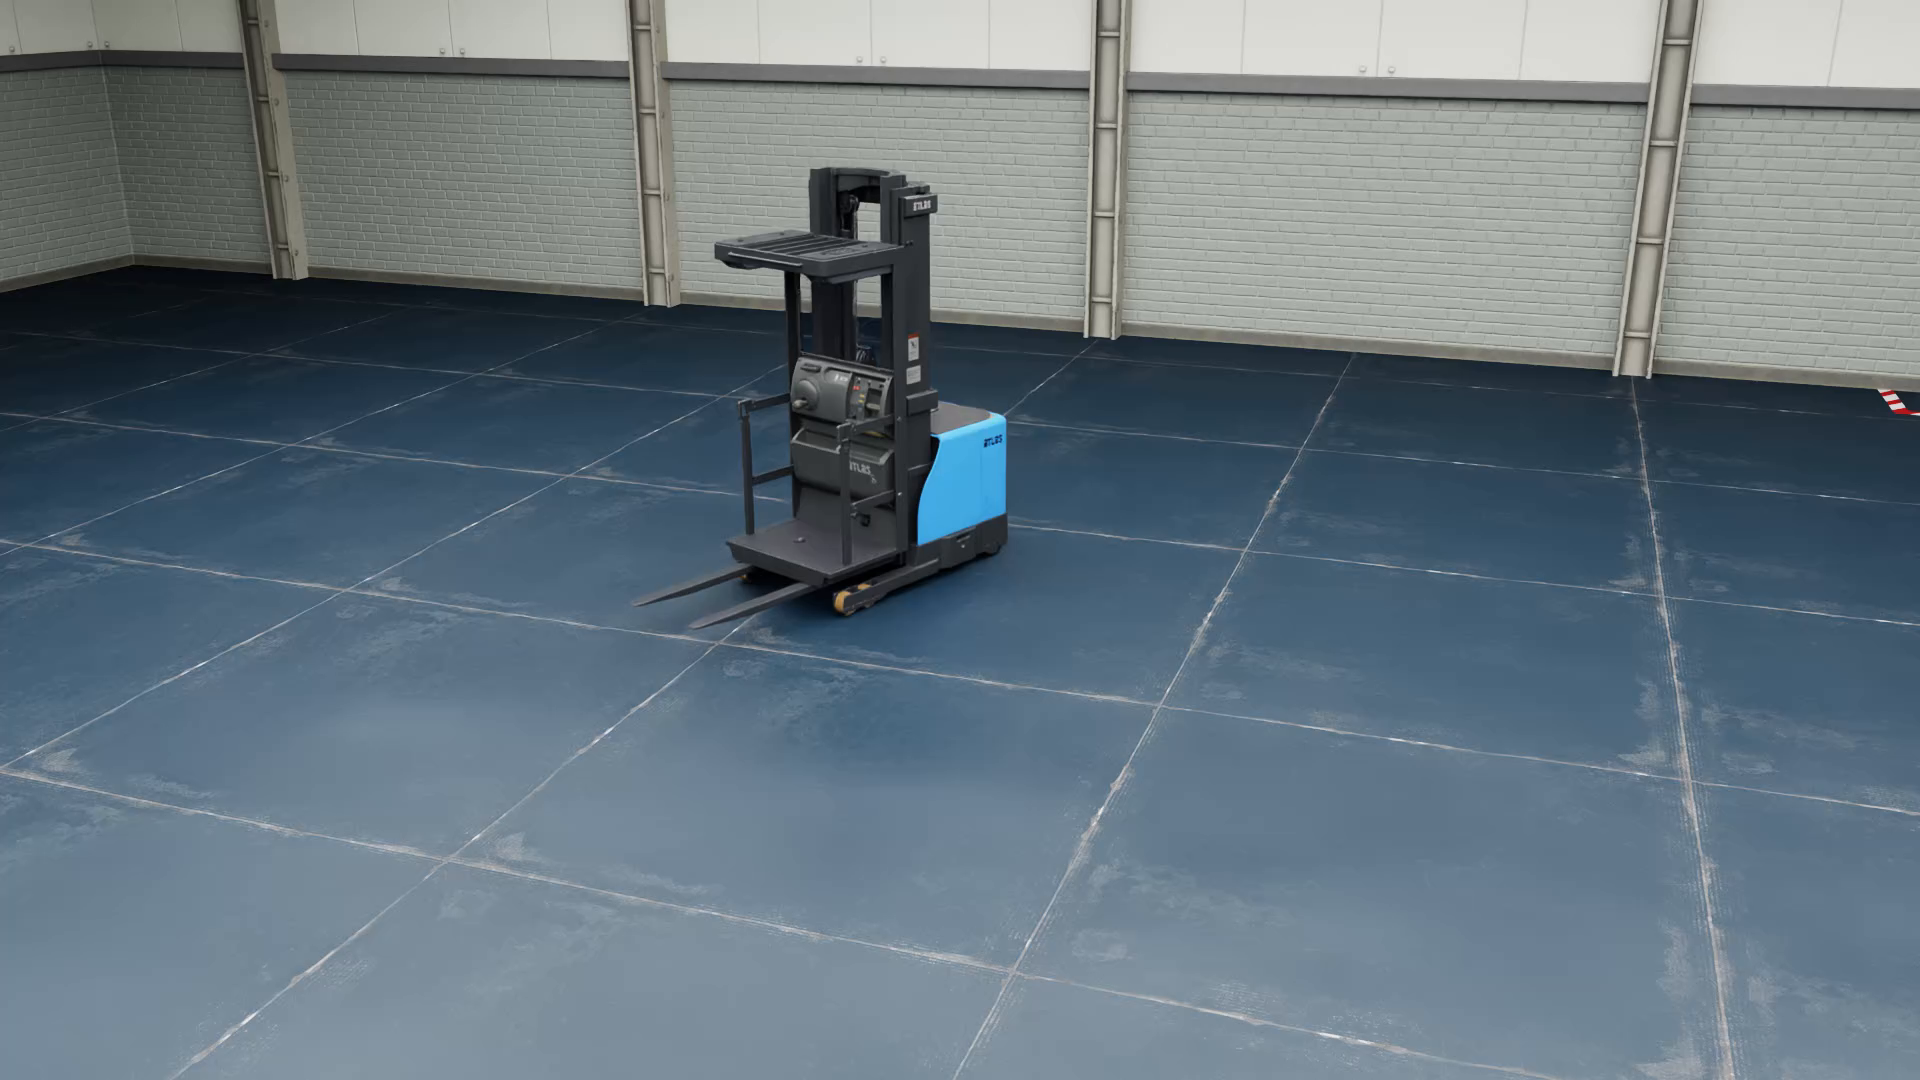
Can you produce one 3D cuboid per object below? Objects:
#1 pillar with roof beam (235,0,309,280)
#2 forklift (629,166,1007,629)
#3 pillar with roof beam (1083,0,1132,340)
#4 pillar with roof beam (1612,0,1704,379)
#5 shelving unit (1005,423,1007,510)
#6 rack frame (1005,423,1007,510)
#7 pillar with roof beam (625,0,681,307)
[{"bbox_3d":[-11.019,-6.683,18.577,0.400,9.000,9.100,7,20,18],"label":"pillar with roof beam"},{"bbox_3d":[-0.982,-1.049,11.632,1.130,2.935,3.031,16,25,38],"label":"forklift"},{"bbox_3d":[0.317,-5.387,14.859,0.400,9.000,9.100,7,20,18],"label":"pillar with roof beam"},{"bbox_3d":[5.985,-4.739,12.999,0.400,9.000,9.100,7,20,18],"label":"pillar with roof beam"},{"bbox_3d":[0.207,-0.475,13.073,0.210,0.900,0.258,16,25,39],"label":"shelving unit"},{"bbox_3d":[0.282,-0.453,13.009,0.006,0.900,0.240,16,25,39],"label":"rack frame"},{"bbox_3d":[-5.351,-6.035,16.718,0.400,9.000,9.100,7,20,18],"label":"pillar with roof beam"}]
